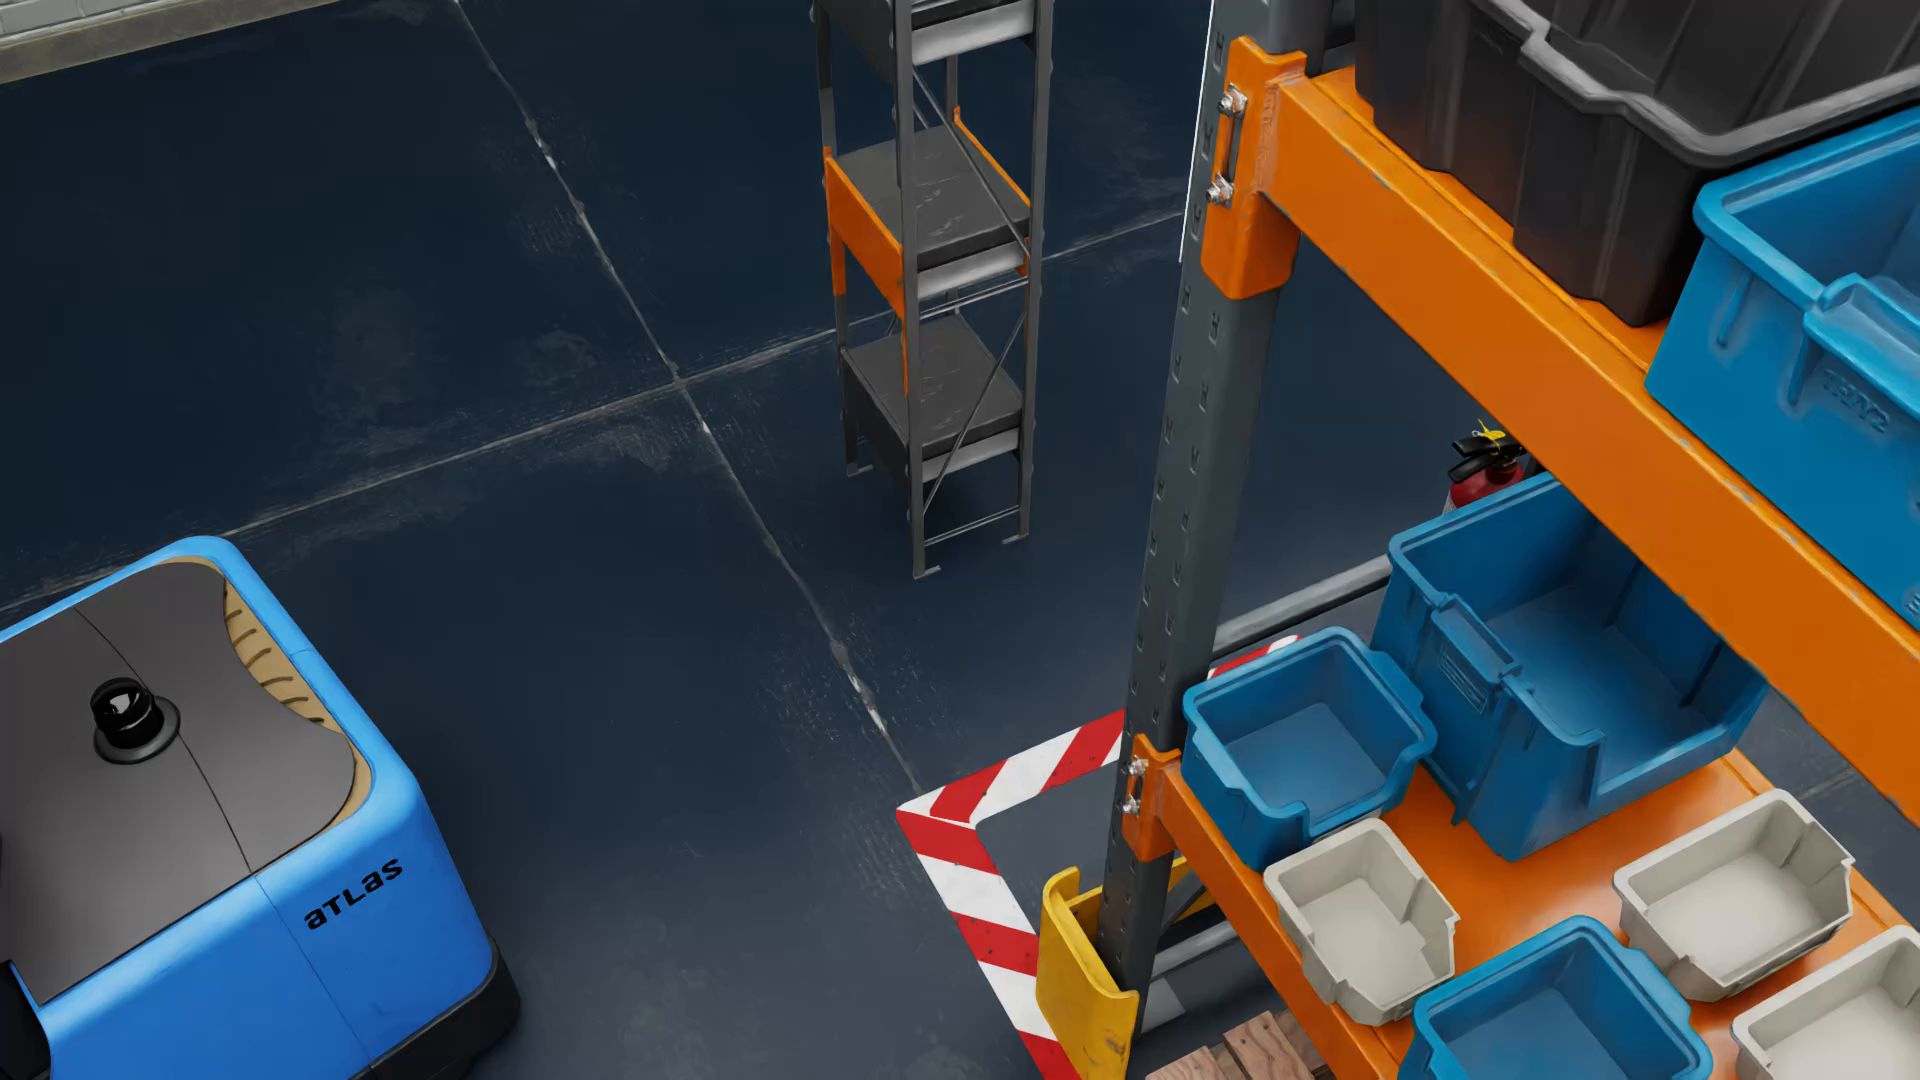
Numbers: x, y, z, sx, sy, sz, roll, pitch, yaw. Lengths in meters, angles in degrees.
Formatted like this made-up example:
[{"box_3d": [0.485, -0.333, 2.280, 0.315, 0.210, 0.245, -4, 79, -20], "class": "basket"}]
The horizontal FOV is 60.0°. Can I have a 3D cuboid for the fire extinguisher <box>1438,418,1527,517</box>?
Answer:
[{"box_3d": [1.125, -0.036, 3.588, 0.296, 0.674, 0.183, -21, 52, -18], "class": "fire extinguisher"}]

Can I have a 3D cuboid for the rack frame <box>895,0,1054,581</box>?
[{"box_3d": [0.036, -0.639, 4.414, 0.400, 2.100, 0.015, -21, 52, -18], "class": "rack frame"}]

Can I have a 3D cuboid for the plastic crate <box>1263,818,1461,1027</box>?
[{"box_3d": [0.683, 0.662, 2.813, 0.250, 0.136, 0.298, -21, 52, -18], "class": "plastic crate"}]

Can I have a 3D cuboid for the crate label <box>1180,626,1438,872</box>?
[{"box_3d": [0.610, 0.387, 2.990, 0.416, 0.233, 0.303, -21, 52, -18], "class": "crate label"}]

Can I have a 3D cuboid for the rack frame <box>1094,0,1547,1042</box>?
[{"box_3d": [0.790, 0.073, 3.193, 1.000, 3.000, 0.127, -21, 52, -18], "class": "rack frame"}]

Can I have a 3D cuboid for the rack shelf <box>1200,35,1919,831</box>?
[{"box_3d": [1.705, 0.661, 1.164, 1.077, 0.370, 4.000, -21, 52, -18], "class": "rack shelf"}]

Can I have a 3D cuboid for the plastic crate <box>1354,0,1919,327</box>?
[{"box_3d": [0.718, -0.518, 1.804, 0.497, 0.269, 0.590, -21, 52, -18], "class": "plastic crate"}]

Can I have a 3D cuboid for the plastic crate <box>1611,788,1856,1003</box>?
[{"box_3d": [1.324, 0.624, 2.847, 0.396, 0.136, 0.243, -21, 52, -18], "class": "plastic crate"}]

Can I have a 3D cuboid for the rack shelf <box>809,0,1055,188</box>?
[{"box_3d": [-0.076, -1.254, 4.040, 0.431, 0.518, 0.480, -21, 52, -18], "class": "rack shelf"}]

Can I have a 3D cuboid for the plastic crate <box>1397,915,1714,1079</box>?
[{"box_3d": [0.911, 0.828, 2.605, 0.416, 0.233, 0.300, -21, 52, -18], "class": "plastic crate"}]

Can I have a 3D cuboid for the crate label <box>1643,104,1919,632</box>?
[{"box_3d": [0.925, -0.137, 1.483, 0.408, 0.251, 0.502, -21, 52, -18], "class": "crate label"}]

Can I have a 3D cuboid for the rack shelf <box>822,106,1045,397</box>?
[{"box_3d": [-0.076, -0.793, 4.567, 0.431, 0.518, 0.480, -21, 52, -18], "class": "rack shelf"}]

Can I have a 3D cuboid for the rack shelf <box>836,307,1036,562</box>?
[{"box_3d": [-0.076, -0.332, 5.094, 0.431, 0.518, 0.480, -21, 52, -18], "class": "rack shelf"}]

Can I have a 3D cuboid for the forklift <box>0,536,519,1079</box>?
[{"box_3d": [-2.540, 0.710, 2.682, 3.031, 2.935, 1.130, -33, 57, -26], "class": "forklift"}]

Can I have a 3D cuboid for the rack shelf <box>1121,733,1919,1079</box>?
[{"box_3d": [1.705, 1.649, 2.293, 1.077, 0.370, 4.000, -21, 52, -18], "class": "rack shelf"}]

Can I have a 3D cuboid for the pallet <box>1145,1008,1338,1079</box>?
[{"box_3d": [1.133, 1.557, 3.748, 1.003, 0.211, 1.213, -21, 52, -18], "class": "pallet"}]

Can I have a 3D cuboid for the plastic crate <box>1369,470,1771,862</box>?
[{"box_3d": [1.109, 0.202, 3.018, 0.616, 0.435, 0.499, -21, 52, -18], "class": "plastic crate"}]

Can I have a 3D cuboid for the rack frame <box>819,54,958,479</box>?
[{"box_3d": [-0.187, -0.965, 4.699, 0.400, 2.100, 0.015, -21, 52, -18], "class": "rack frame"}]

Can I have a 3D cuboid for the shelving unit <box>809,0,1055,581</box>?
[{"box_3d": [-0.076, -0.802, 4.557, 0.431, 2.100, 0.503, -21, 52, -18], "class": "shelving unit"}]

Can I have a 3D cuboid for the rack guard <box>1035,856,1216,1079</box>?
[{"box_3d": [0.767, 0.885, 4.144, 1.175, 0.500, 0.348, -21, 52, -18], "class": "rack guard"}]

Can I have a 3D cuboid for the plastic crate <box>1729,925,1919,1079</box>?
[{"box_3d": [1.444, 0.823, 2.673, 0.396, 0.136, 0.243, -21, 52, -18], "class": "plastic crate"}]

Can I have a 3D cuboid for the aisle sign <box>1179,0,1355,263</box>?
[{"box_3d": [0.493, -0.729, 2.167, 0.394, 0.787, 0.004, -21, 52, -18], "class": "aisle sign"}]
